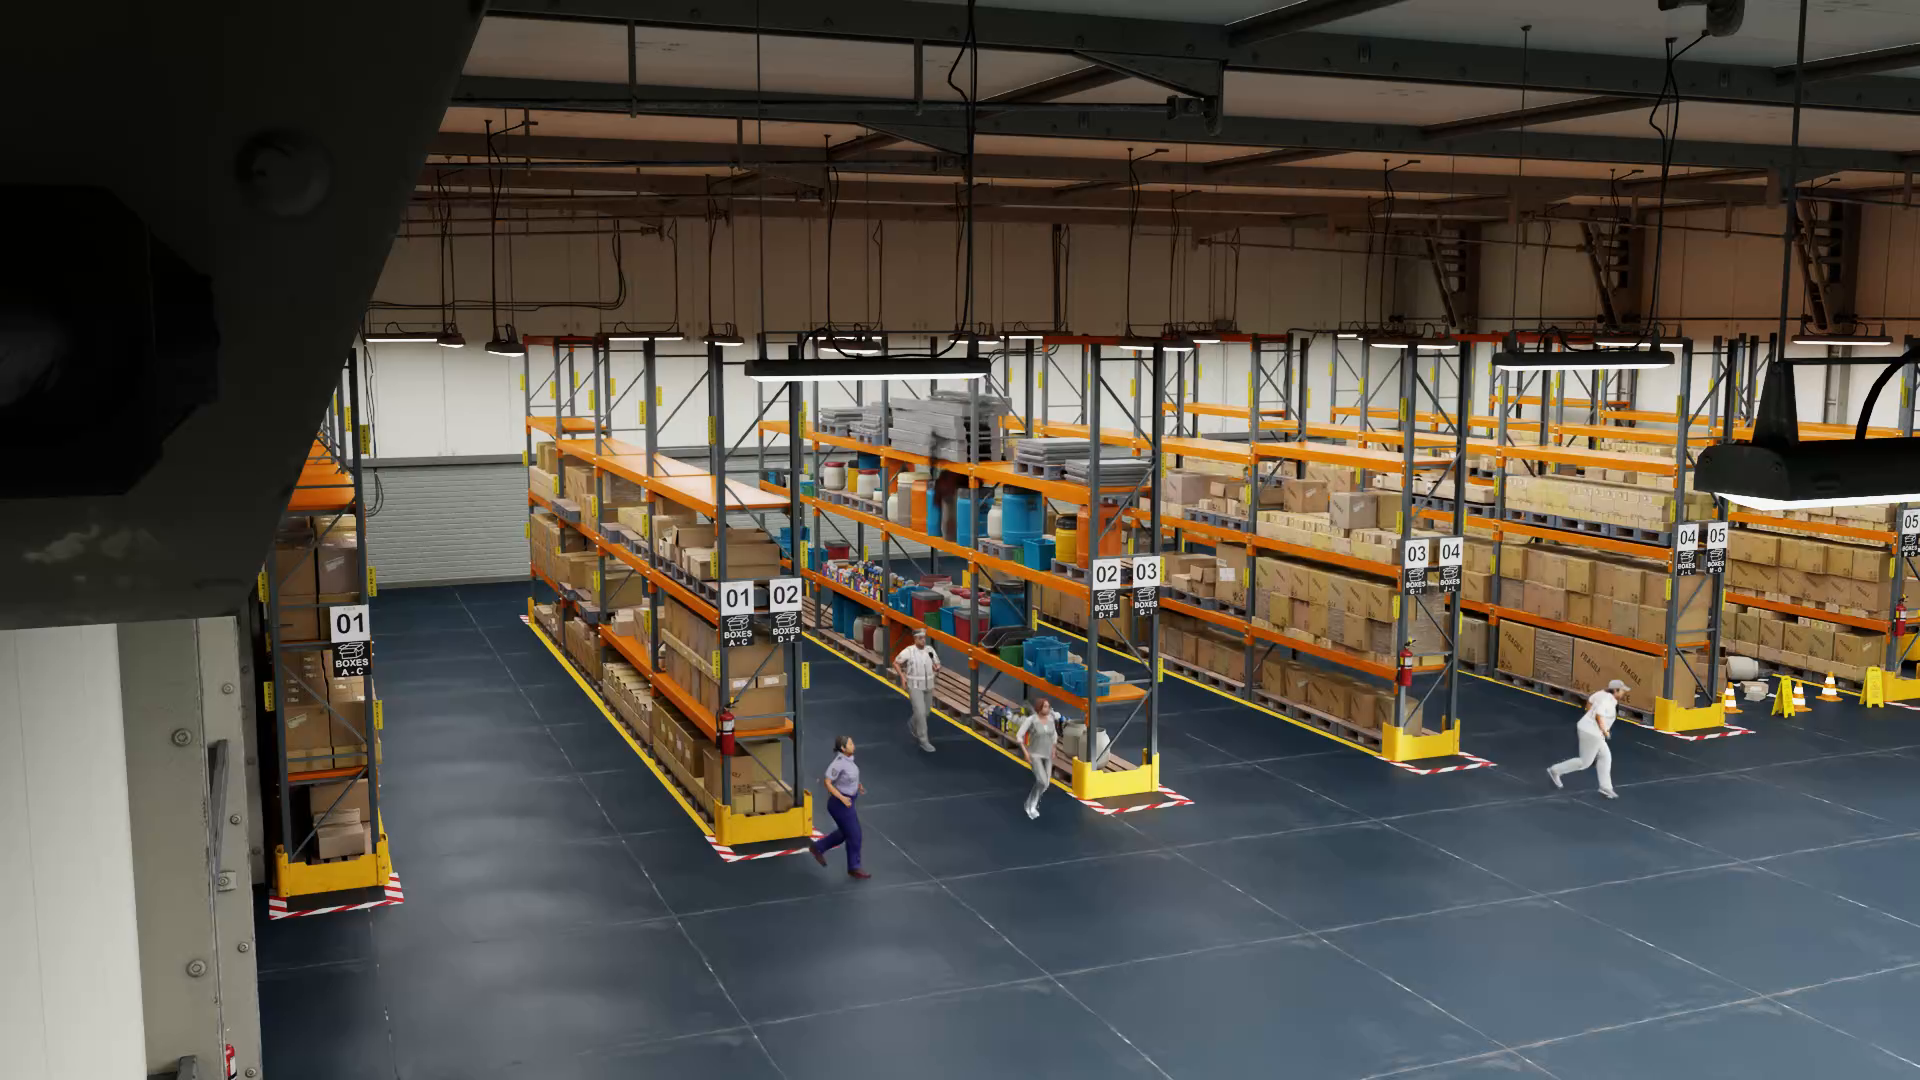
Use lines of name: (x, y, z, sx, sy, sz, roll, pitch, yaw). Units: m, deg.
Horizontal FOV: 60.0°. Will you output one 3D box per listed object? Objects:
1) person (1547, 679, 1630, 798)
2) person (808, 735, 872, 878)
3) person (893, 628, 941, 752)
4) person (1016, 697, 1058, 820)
person: (8.353, 2.635, 22.141, 1.006, 1.627, 0.628, 1, 8, 9)
person: (-1.355, 3.024, 18.954, 0.726, 1.646, 0.624, 1, 8, 5)
person: (-0.586, 2.165, 24.613, 0.662, 1.768, 0.989, -5, 9, -31)
person: (1.038, 2.776, 21.163, 0.523, 1.561, 0.520, -4, 9, -30)
